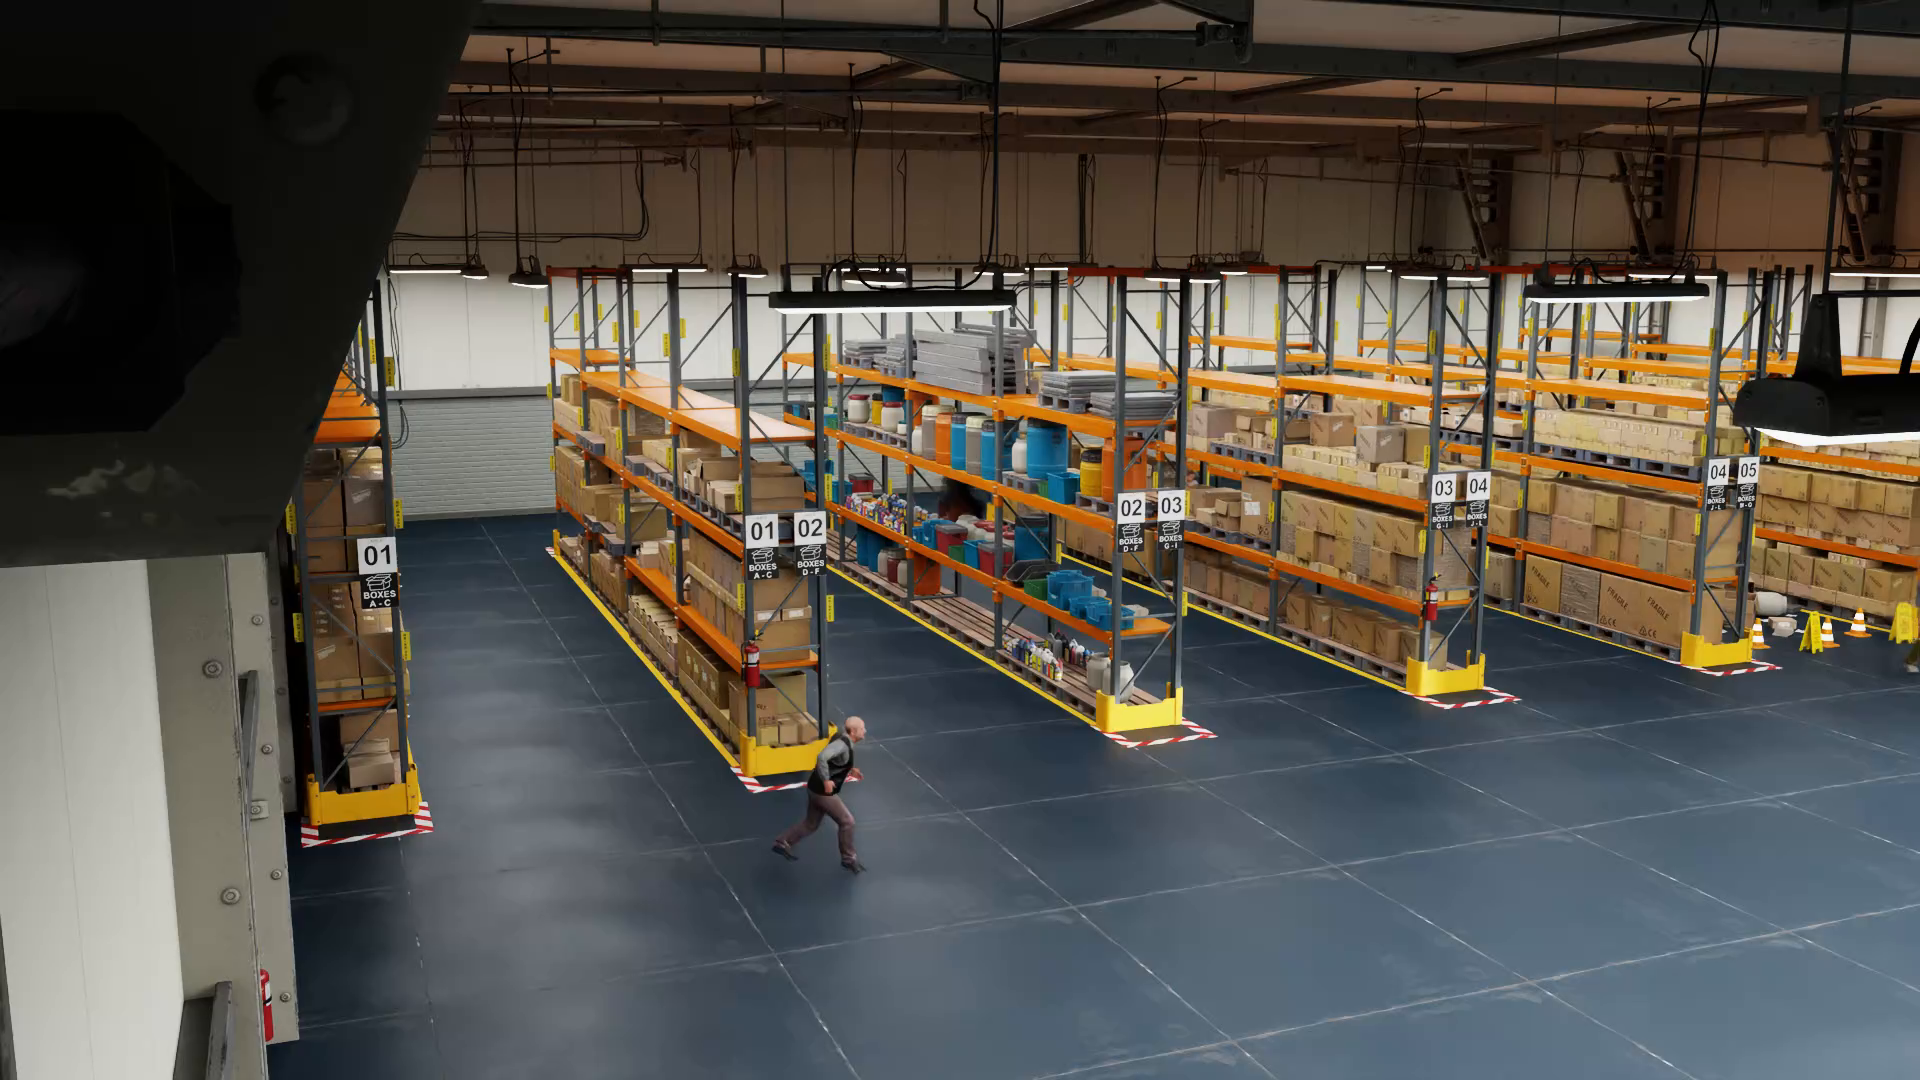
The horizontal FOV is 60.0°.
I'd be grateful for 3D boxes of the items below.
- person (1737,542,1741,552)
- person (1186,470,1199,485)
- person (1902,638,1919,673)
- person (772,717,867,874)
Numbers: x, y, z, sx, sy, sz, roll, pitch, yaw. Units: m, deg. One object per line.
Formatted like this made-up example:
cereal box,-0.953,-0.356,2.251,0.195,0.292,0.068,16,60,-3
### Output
person,15.636,-0.221,33.055,0.583,1.684,0.926,-5,11,-26
person,5.057,-0.892,37.360,0.572,1.458,1.083,-1,10,-6
person,14.627,1.166,24.712,0.722,1.738,0.972,-9,14,-43
person,-1.449,2.629,17.007,0.995,1.678,0.701,1,10,3
